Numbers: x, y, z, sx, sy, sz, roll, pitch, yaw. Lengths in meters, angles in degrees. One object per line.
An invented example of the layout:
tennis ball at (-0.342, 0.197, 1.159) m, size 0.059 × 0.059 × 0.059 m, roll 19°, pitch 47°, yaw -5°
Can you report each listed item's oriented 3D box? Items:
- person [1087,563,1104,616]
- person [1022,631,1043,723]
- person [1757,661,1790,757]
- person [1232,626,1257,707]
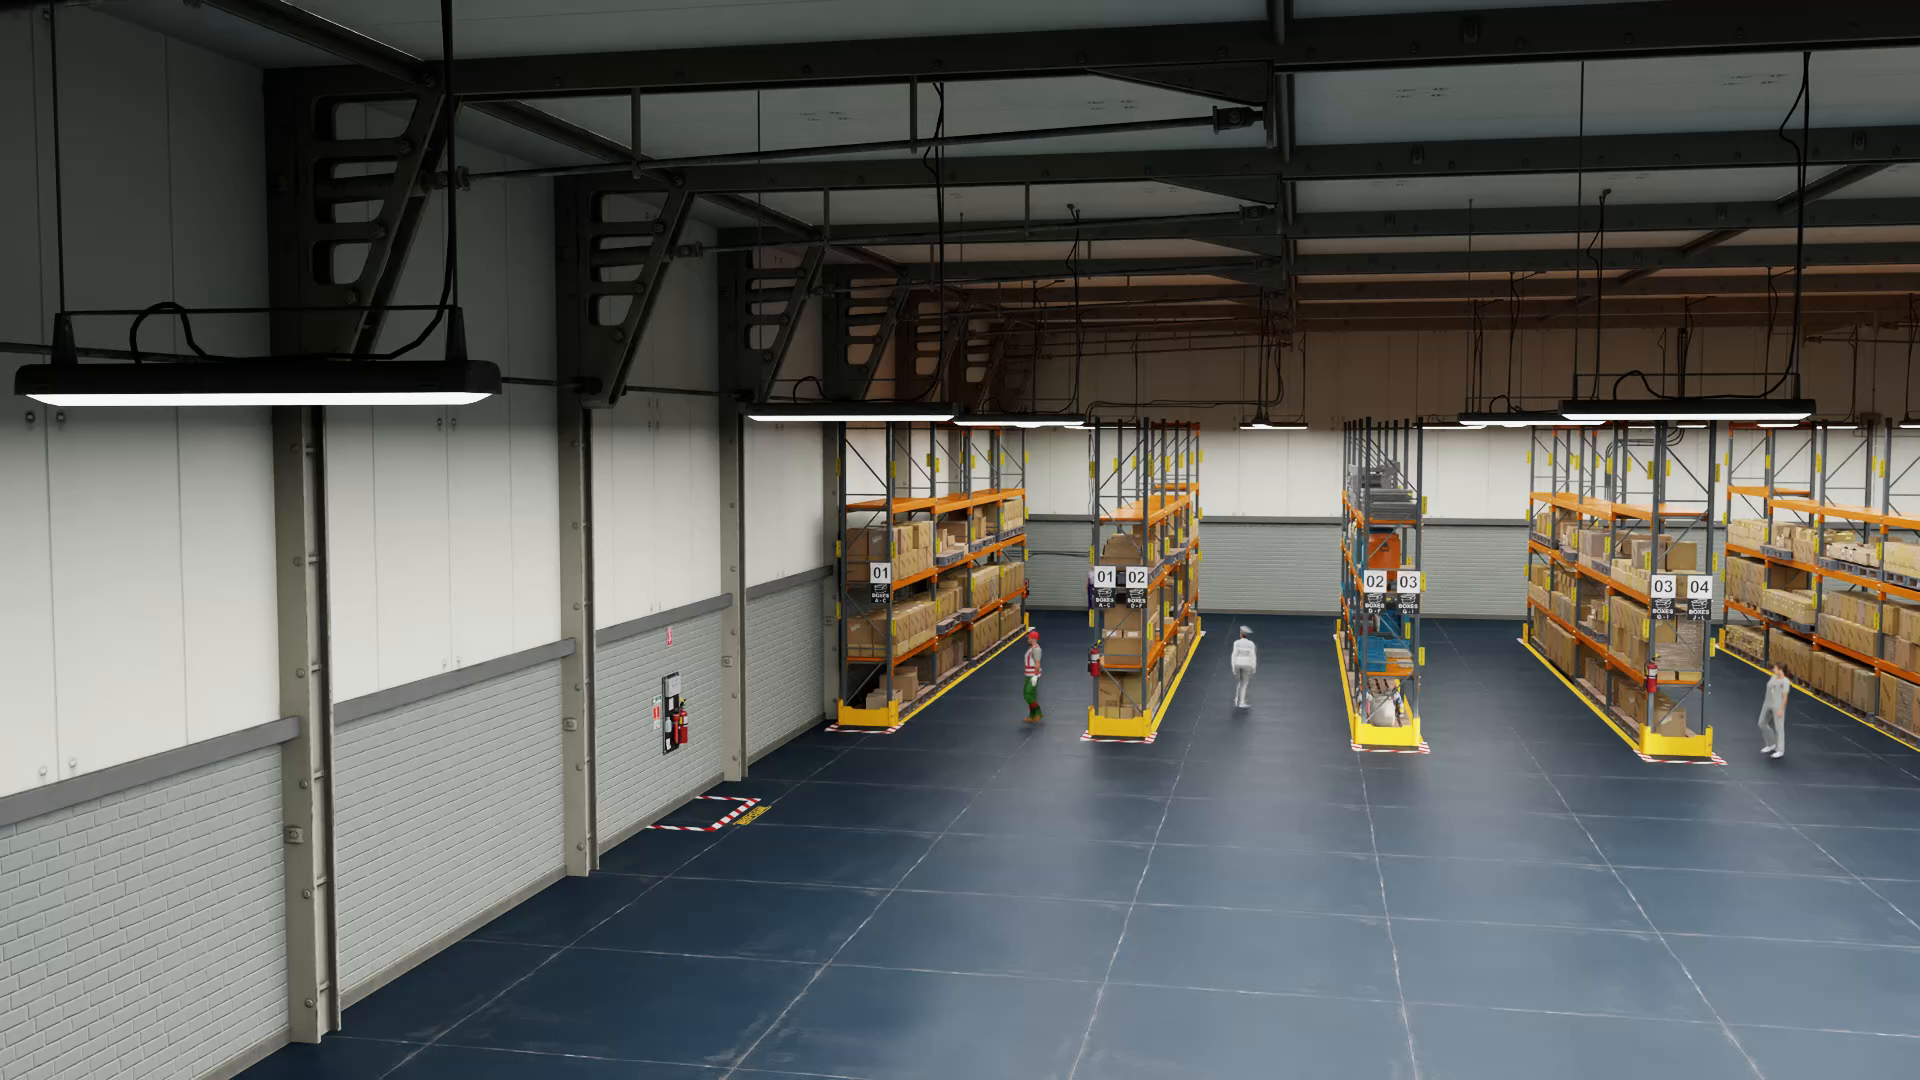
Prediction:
person at (4.223, 1.548, 51.936) m, size 0.523 × 1.679 × 0.378 m, roll -1°, pitch 4°, yaw -11°
person at (1.428, 2.695, 32.740) m, size 0.412 × 1.794 × 0.608 m, roll 0°, pitch 4°, yaw -5°
person at (14.399, 2.974, 29.416) m, size 0.458 × 1.684 × 0.554 m, roll -2°, pitch 4°, yaw -26°
person at (5.922, 2.634, 34.487) m, size 0.434 × 1.703 × 0.442 m, roll -3°, pitch 5°, yaw -43°
